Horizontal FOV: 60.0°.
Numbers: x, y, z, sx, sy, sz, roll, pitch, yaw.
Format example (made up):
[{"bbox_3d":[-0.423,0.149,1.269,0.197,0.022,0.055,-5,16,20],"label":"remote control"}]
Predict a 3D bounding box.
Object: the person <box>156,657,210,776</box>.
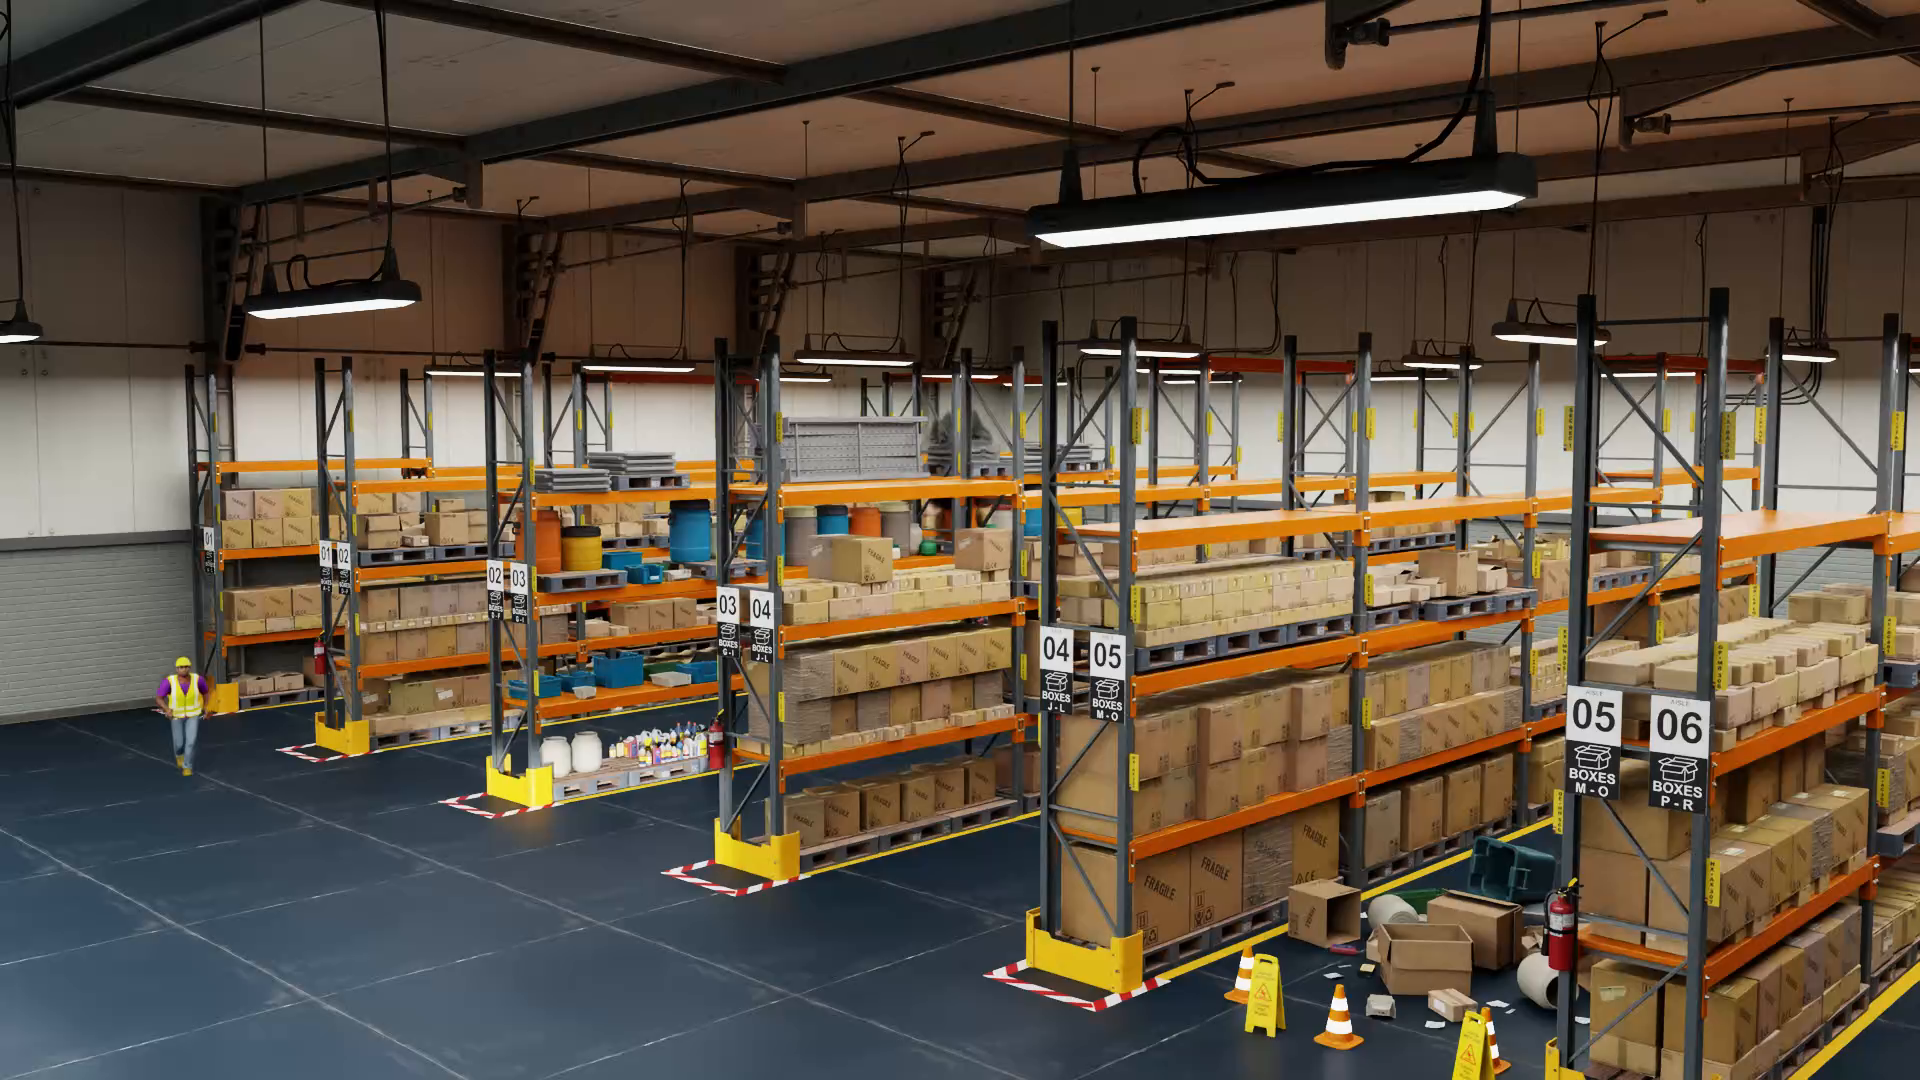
[{"bbox_3d":[-11.095,2.504,23.766,0.700,1.712,0.689,-2,5,-27],"label":"person"}]
